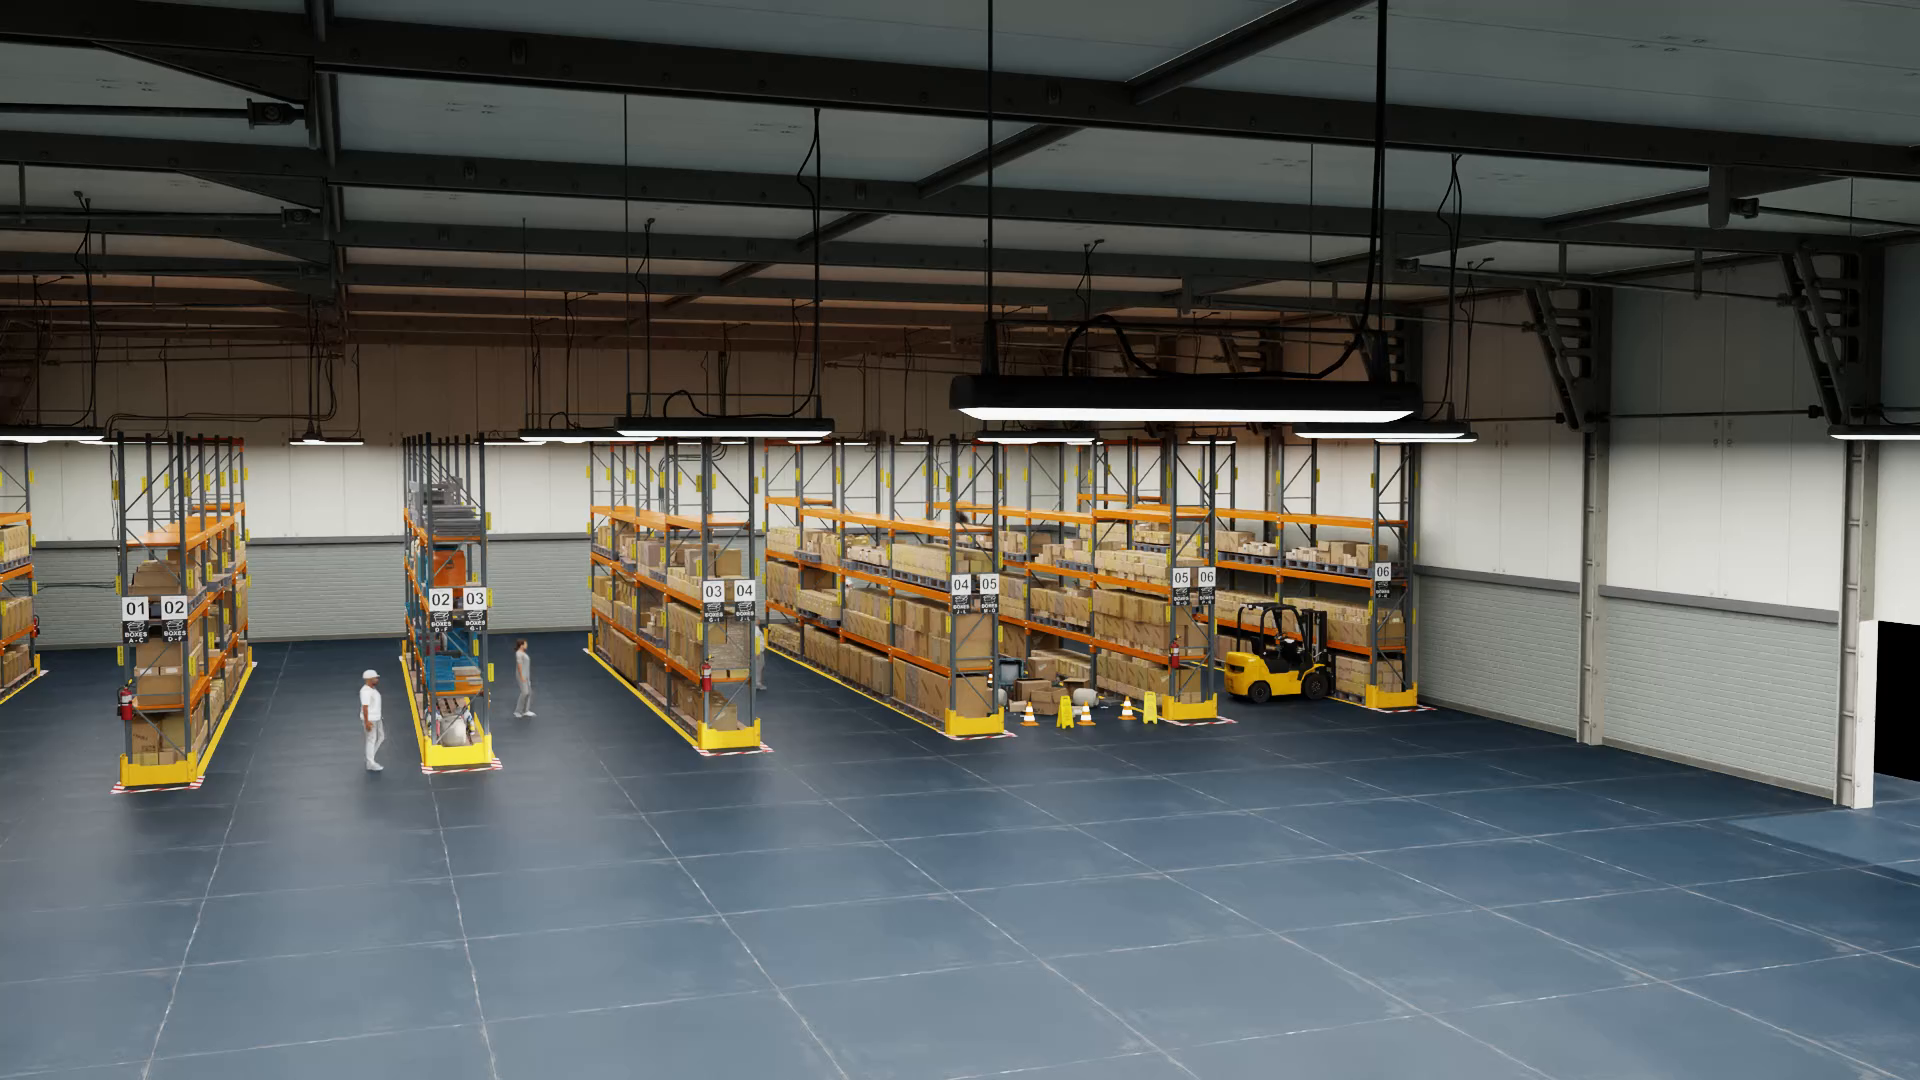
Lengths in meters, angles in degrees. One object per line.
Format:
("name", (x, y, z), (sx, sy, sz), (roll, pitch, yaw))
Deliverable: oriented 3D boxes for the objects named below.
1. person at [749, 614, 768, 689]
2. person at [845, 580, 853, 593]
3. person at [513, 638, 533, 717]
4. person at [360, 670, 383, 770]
("person", (-4.830, 2.663, 39.626), (0.511, 1.786, 0.608), (0, 3, -1))
("person", (-3.113, 2.007, 47.294), (0.572, 1.764, 0.473), (1, 3, 16))
("person", (-9.325, 2.965, 35.546), (0.394, 1.742, 0.501), (0, 3, 4))
("person", (-10.488, 3.210, 29.637), (0.458, 1.791, 0.636), (0, 3, -2))
